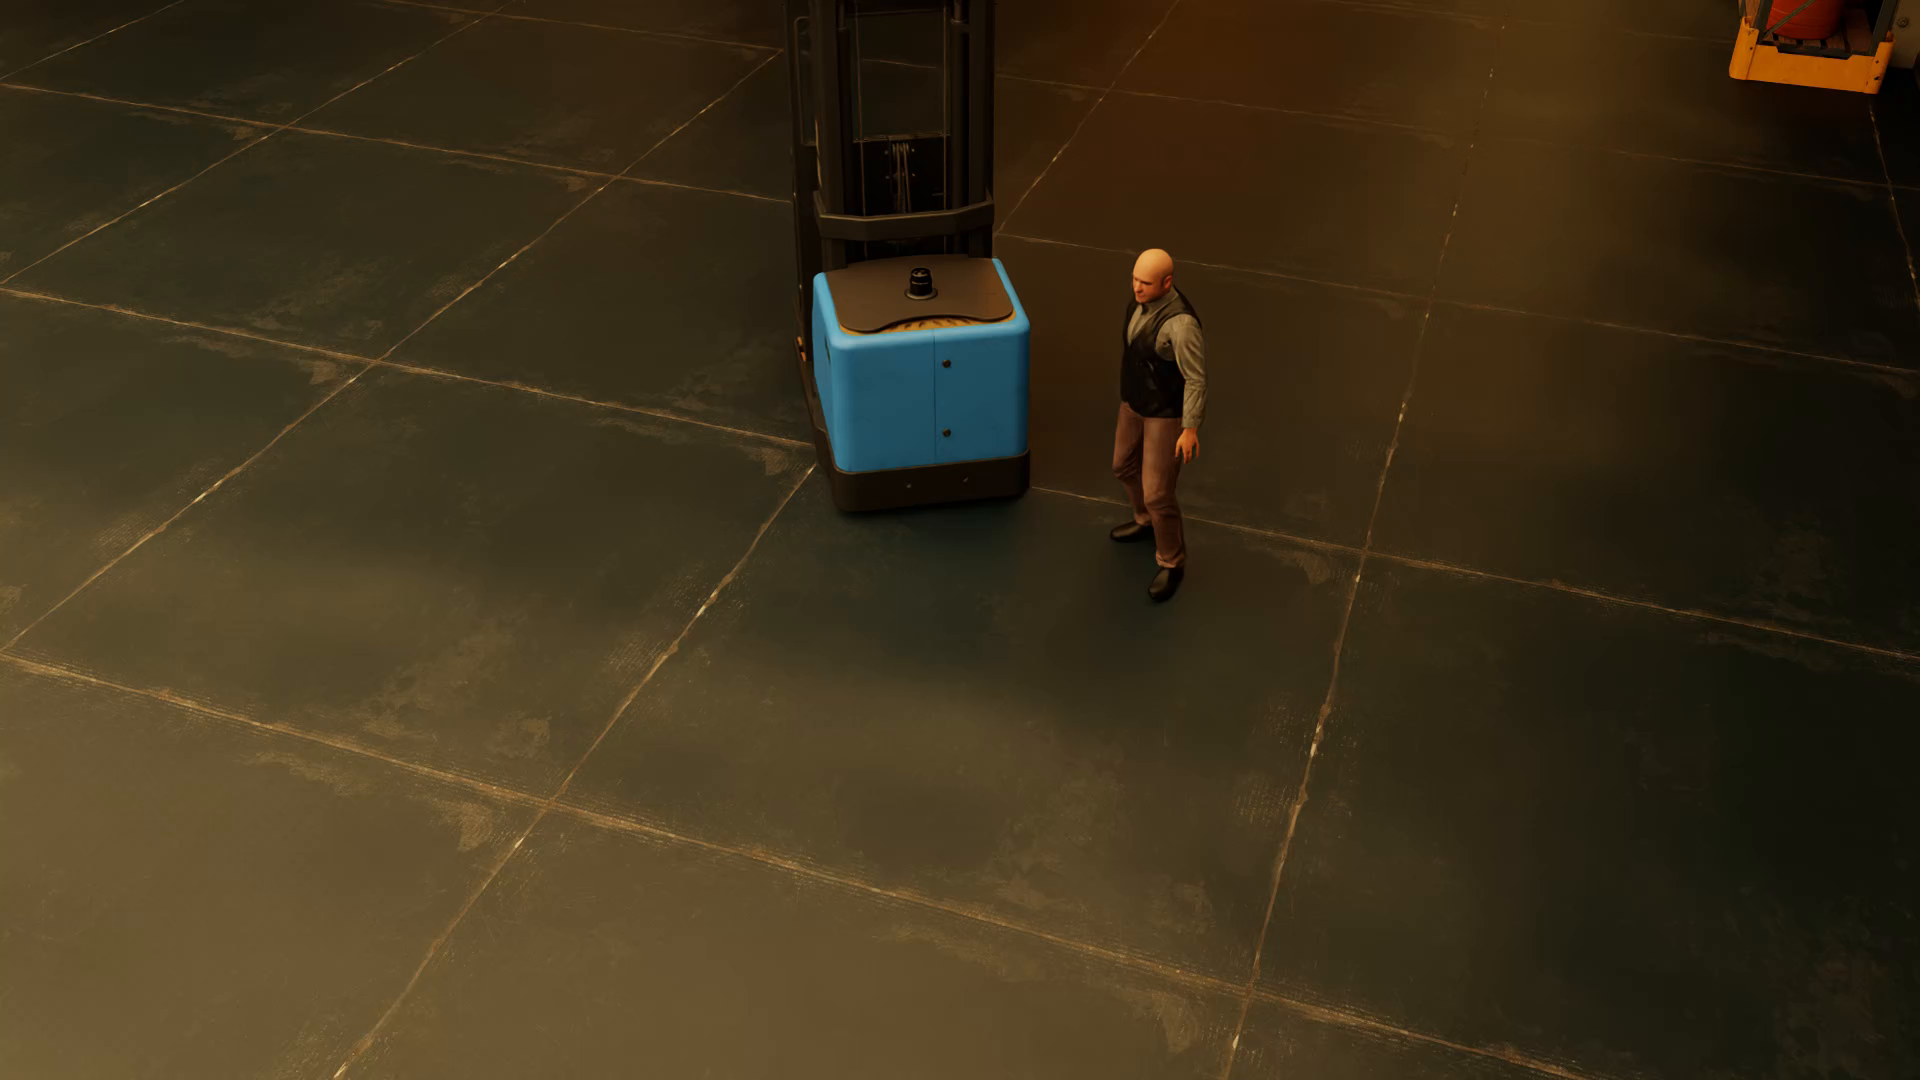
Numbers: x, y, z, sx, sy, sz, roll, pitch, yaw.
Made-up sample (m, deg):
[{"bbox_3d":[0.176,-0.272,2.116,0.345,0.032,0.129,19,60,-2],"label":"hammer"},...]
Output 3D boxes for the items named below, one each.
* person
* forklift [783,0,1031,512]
[{"bbox_3d":[0.963,-0.637,8.084,0.386,1.695,0.827,-14,38,-19],"label":"person"},{"bbox_3d":[-0.408,-2.191,9.201,1.130,2.935,3.031,-6,36,-9],"label":"forklift"}]
